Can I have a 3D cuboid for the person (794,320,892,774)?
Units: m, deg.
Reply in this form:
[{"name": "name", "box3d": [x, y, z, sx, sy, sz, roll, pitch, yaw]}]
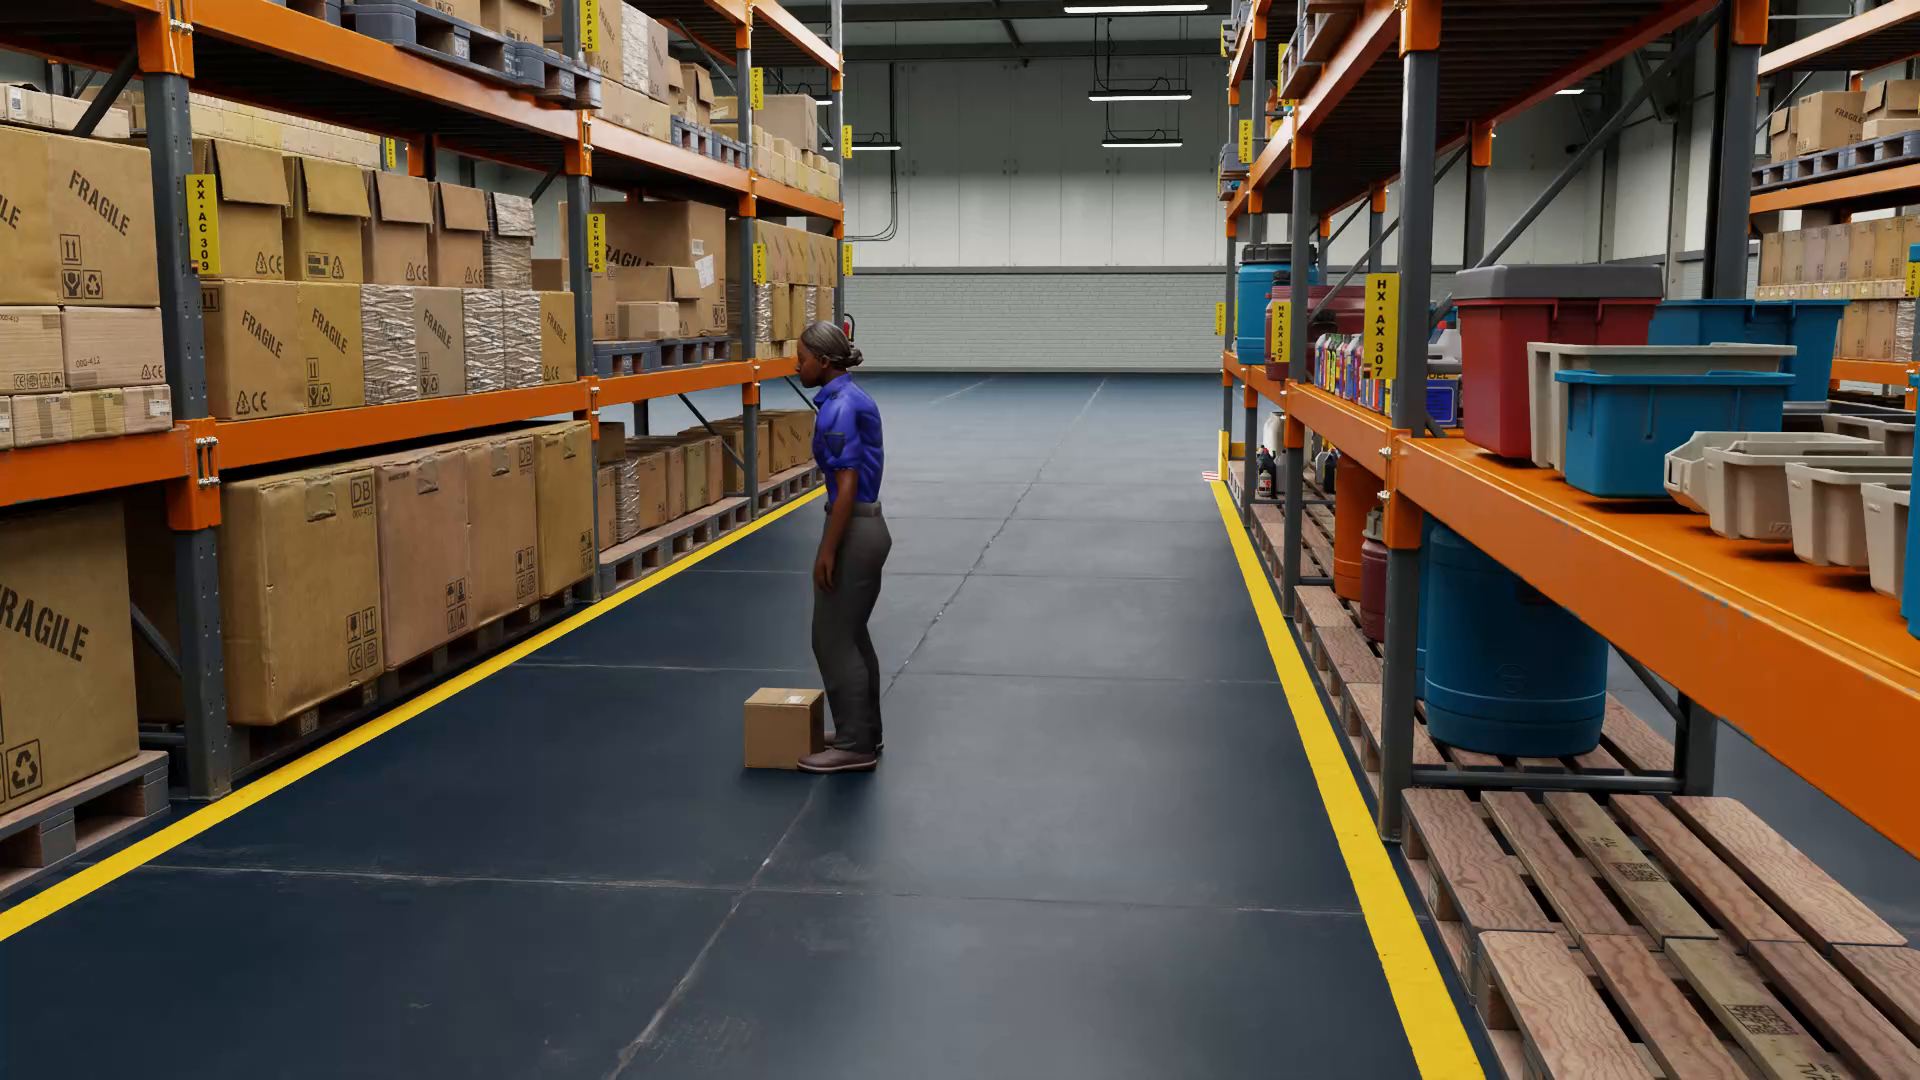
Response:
[{"name": "person", "box3d": [-0.432, 0.018, 6.178, 0.346, 1.656, 0.529, 1, 8, 4]}]
